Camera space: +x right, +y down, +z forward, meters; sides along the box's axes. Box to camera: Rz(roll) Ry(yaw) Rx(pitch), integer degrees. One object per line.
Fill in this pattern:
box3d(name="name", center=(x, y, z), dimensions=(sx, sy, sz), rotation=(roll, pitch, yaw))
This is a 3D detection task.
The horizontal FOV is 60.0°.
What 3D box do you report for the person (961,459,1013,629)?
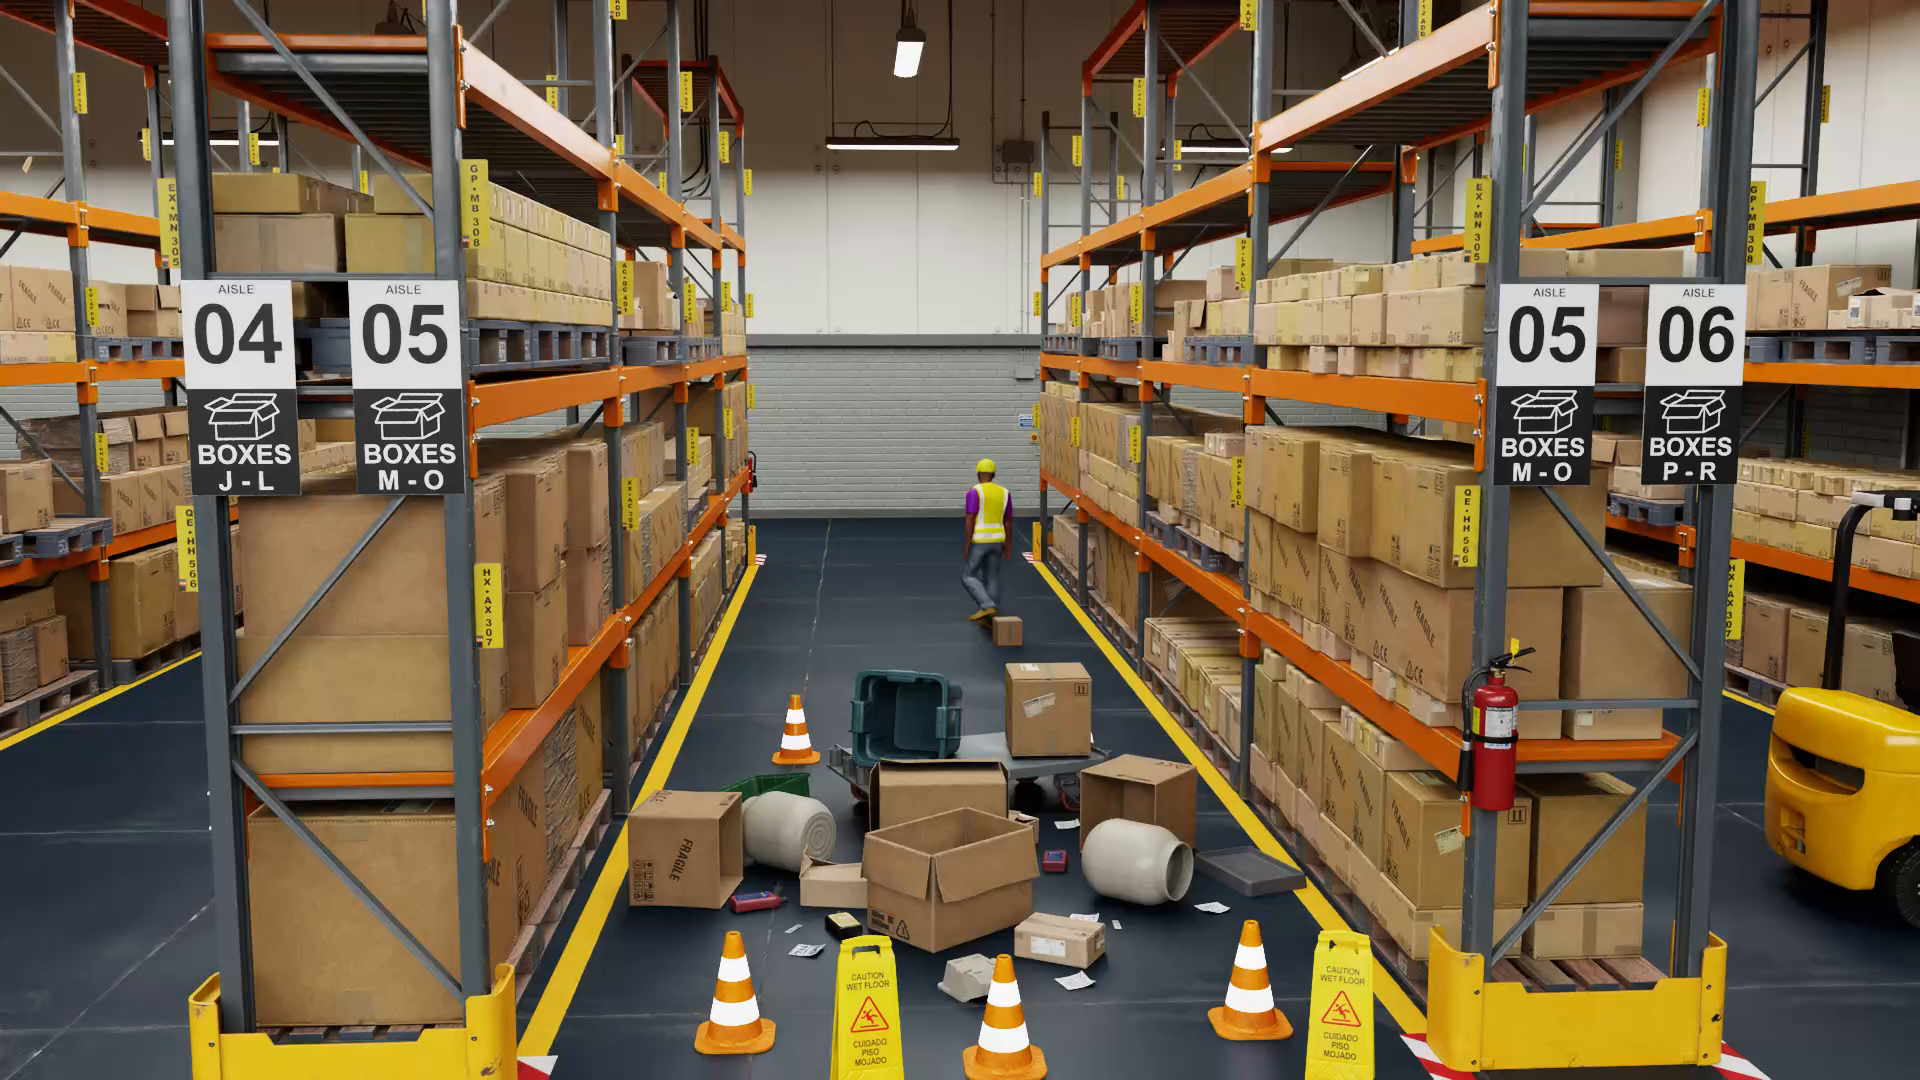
box3d(name="person", center=(0.293, 0.042, 17.250), dimensions=(0.615, 1.759, 0.558), rotation=(-4, 8, -32))
